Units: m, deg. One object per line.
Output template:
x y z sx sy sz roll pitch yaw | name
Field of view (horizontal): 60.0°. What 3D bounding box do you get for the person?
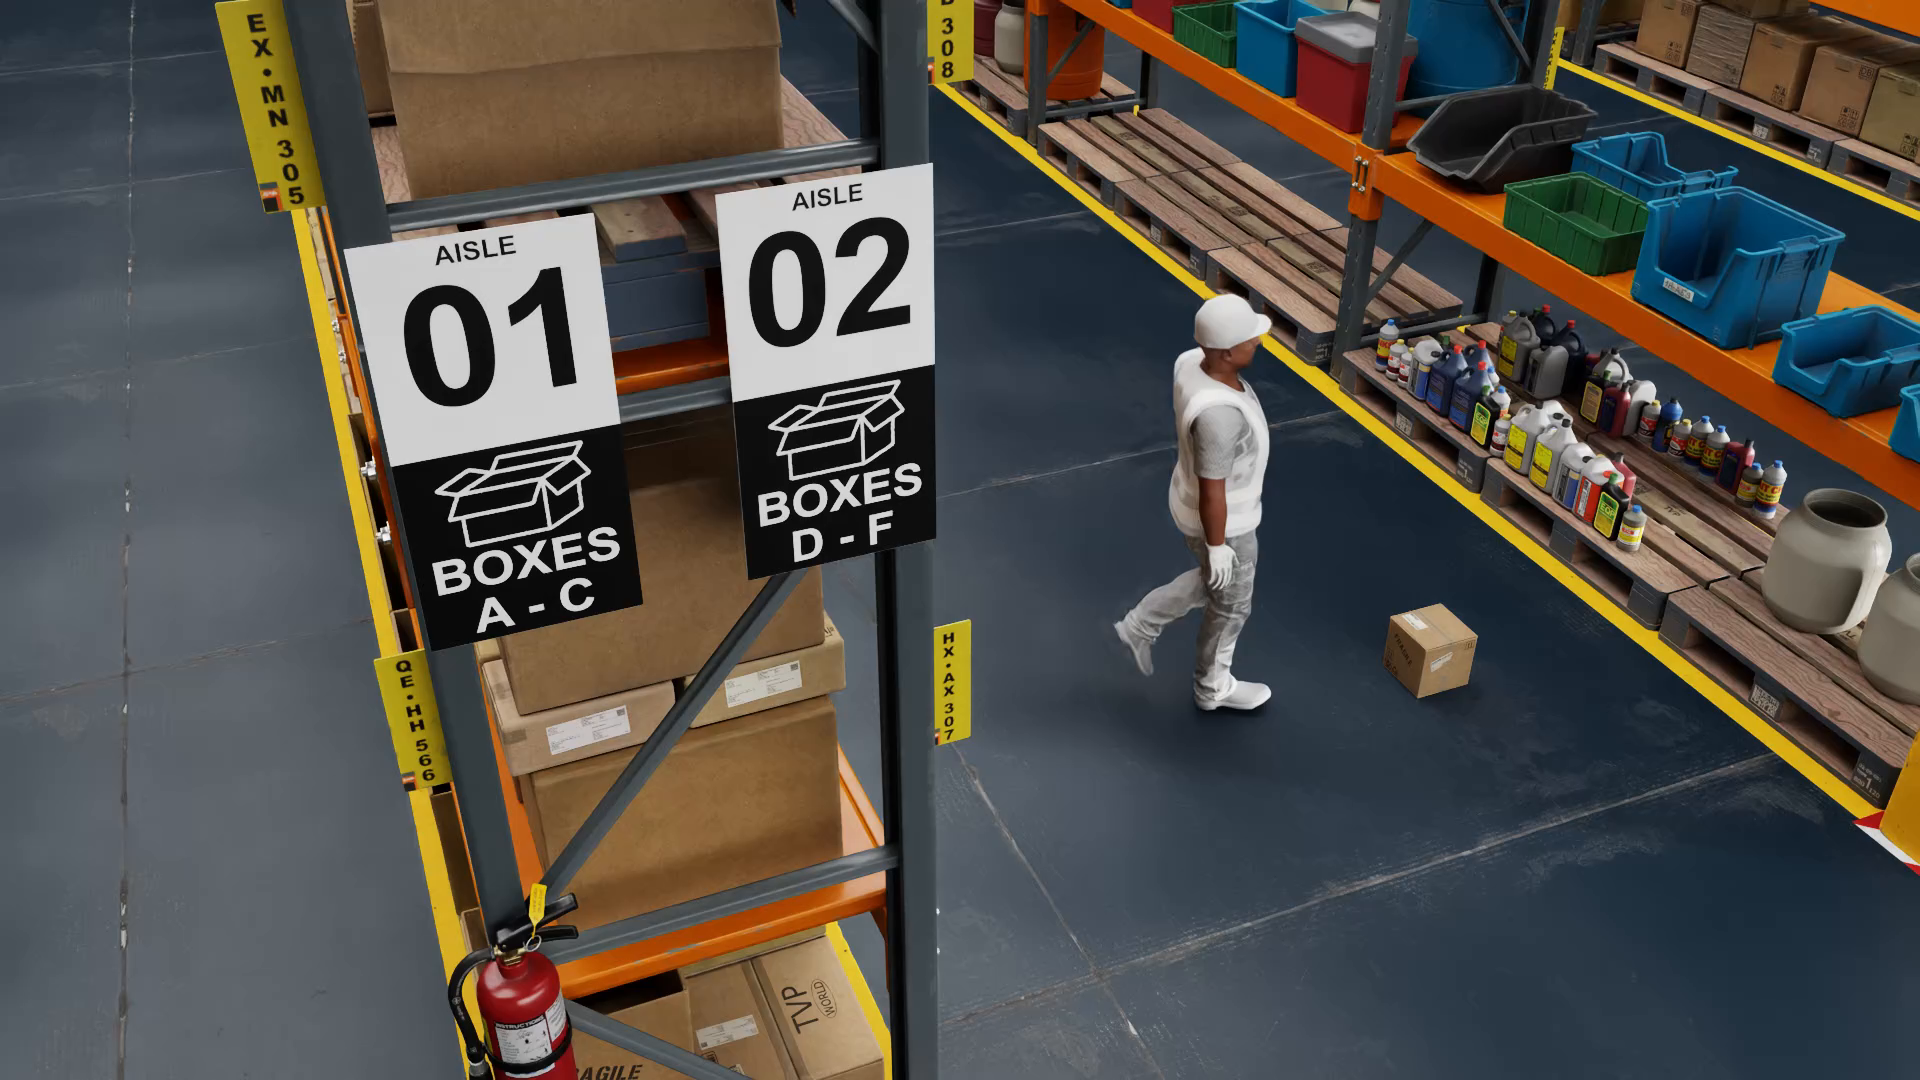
0.935 -0.109 6.261 0.629 1.778 0.594 -1 33 -2 | person
